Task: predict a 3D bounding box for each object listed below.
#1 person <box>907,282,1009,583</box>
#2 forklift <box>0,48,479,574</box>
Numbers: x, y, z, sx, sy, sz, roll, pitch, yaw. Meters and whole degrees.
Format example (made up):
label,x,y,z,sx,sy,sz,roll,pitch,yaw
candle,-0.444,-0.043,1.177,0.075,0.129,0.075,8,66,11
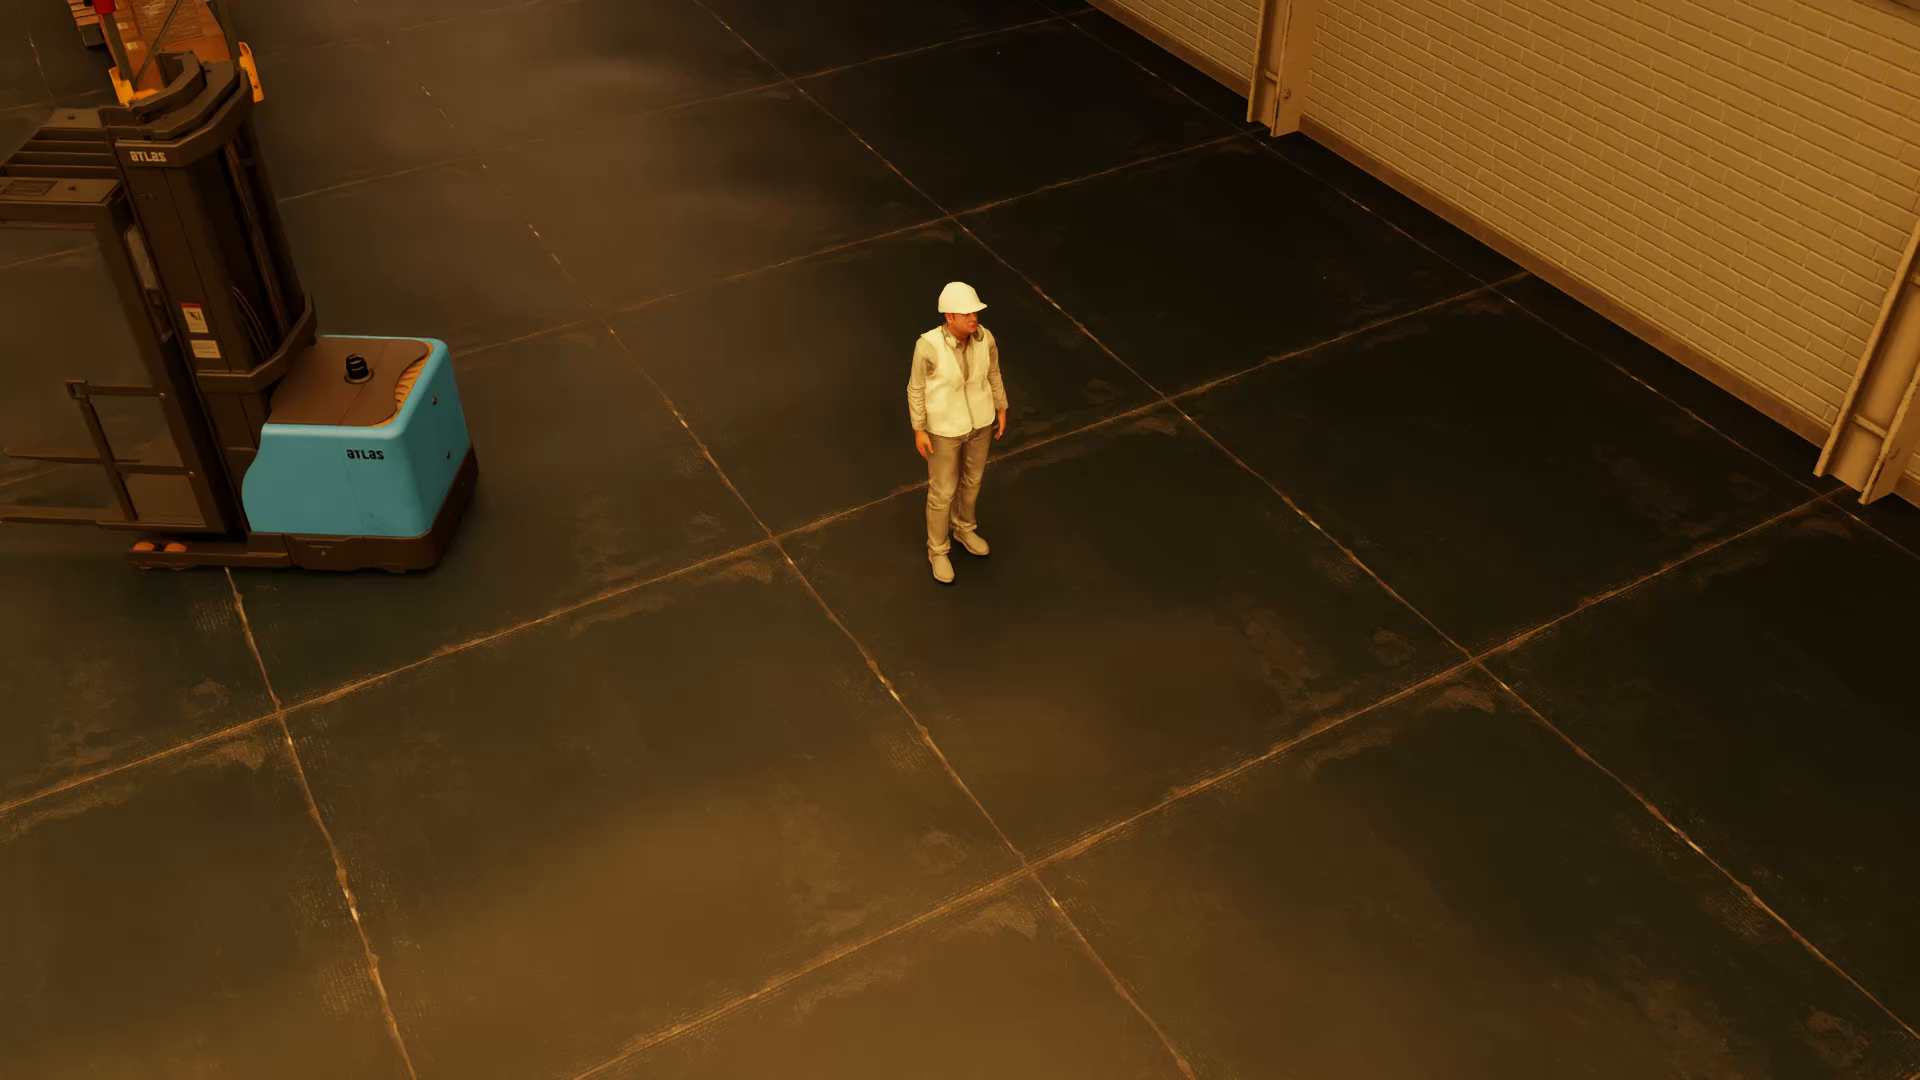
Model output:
label,x,y,z,sx,sy,sz,roll,pitch,yaw
person,0.025,-0.650,9.718,0.634,1.770,0.566,-20,44,-23
forklift,-4.641,-1.280,9.579,3.031,2.935,1.130,2,40,2
